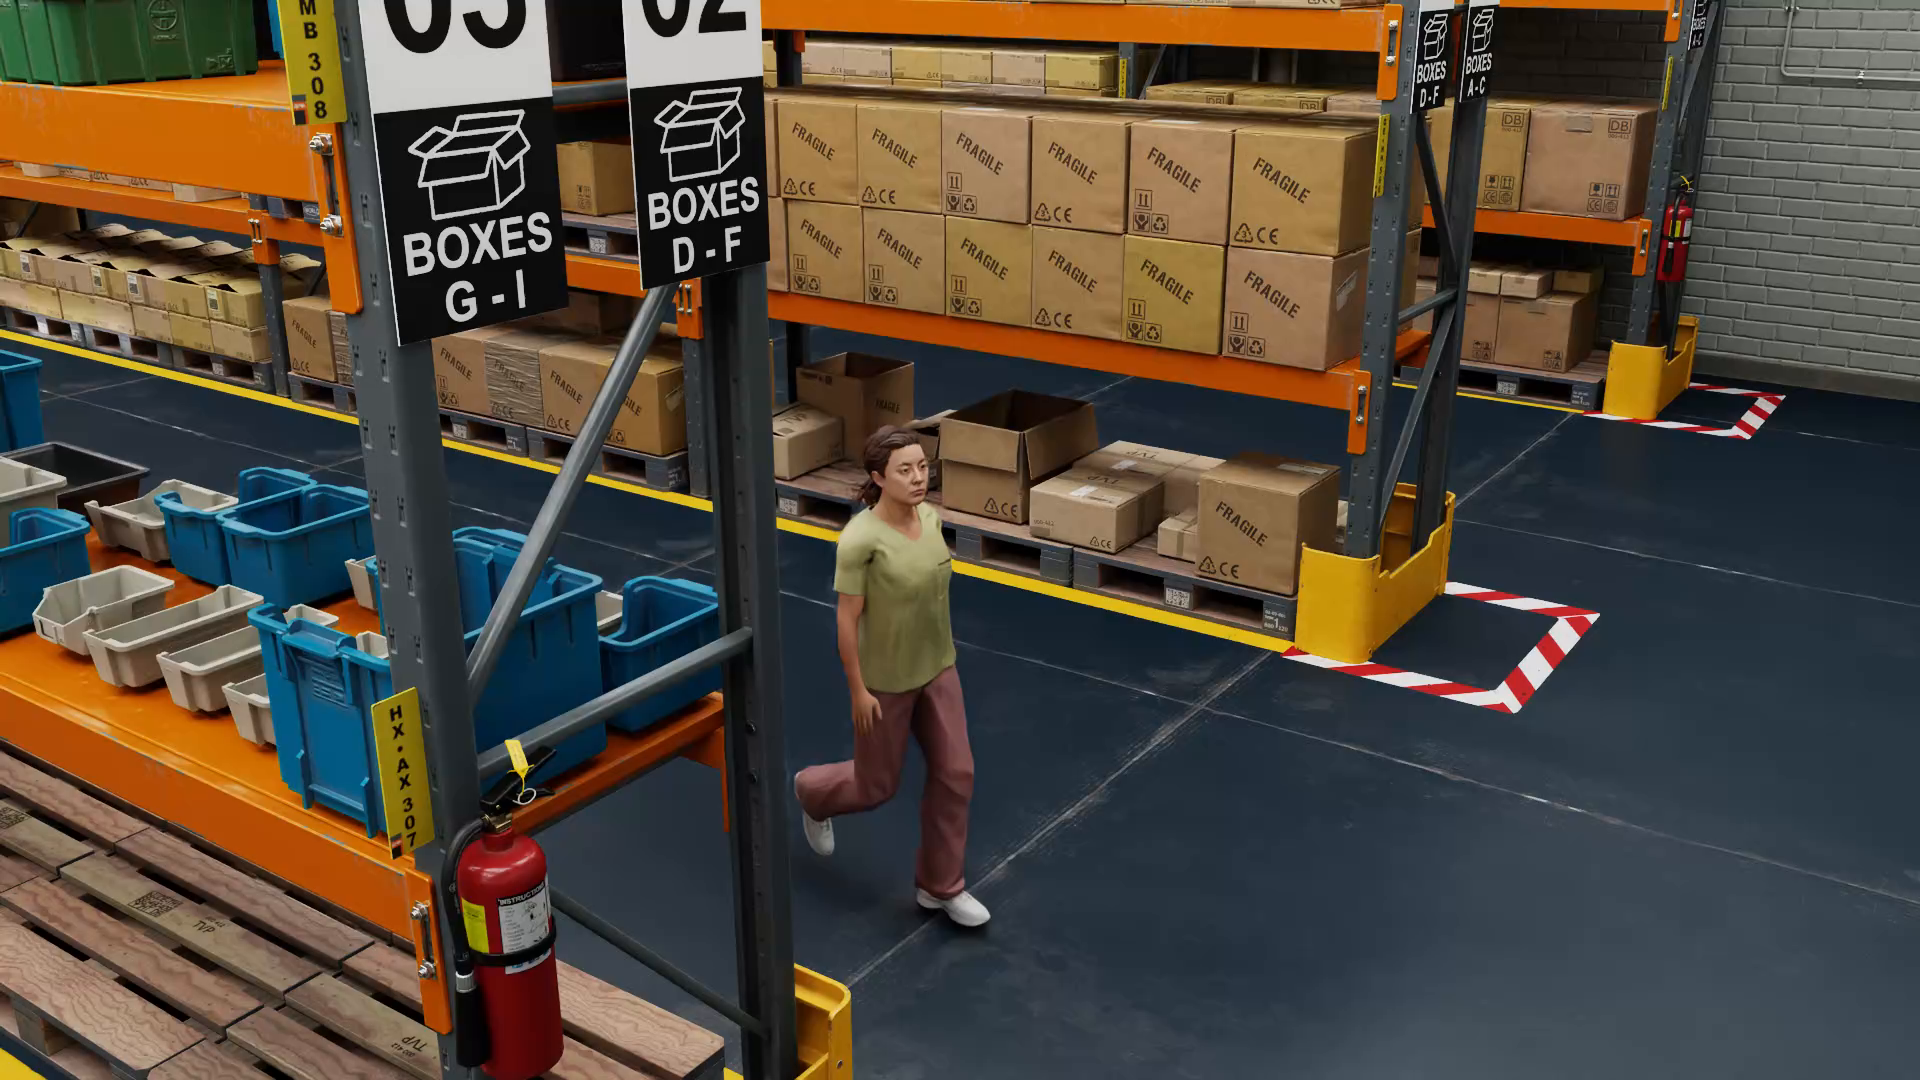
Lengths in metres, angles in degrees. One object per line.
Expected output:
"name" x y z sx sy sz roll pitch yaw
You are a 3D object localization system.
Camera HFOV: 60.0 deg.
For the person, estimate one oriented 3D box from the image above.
"person" -0.237 0.417 5.403 0.464 1.640 0.829 -17 26 -39
